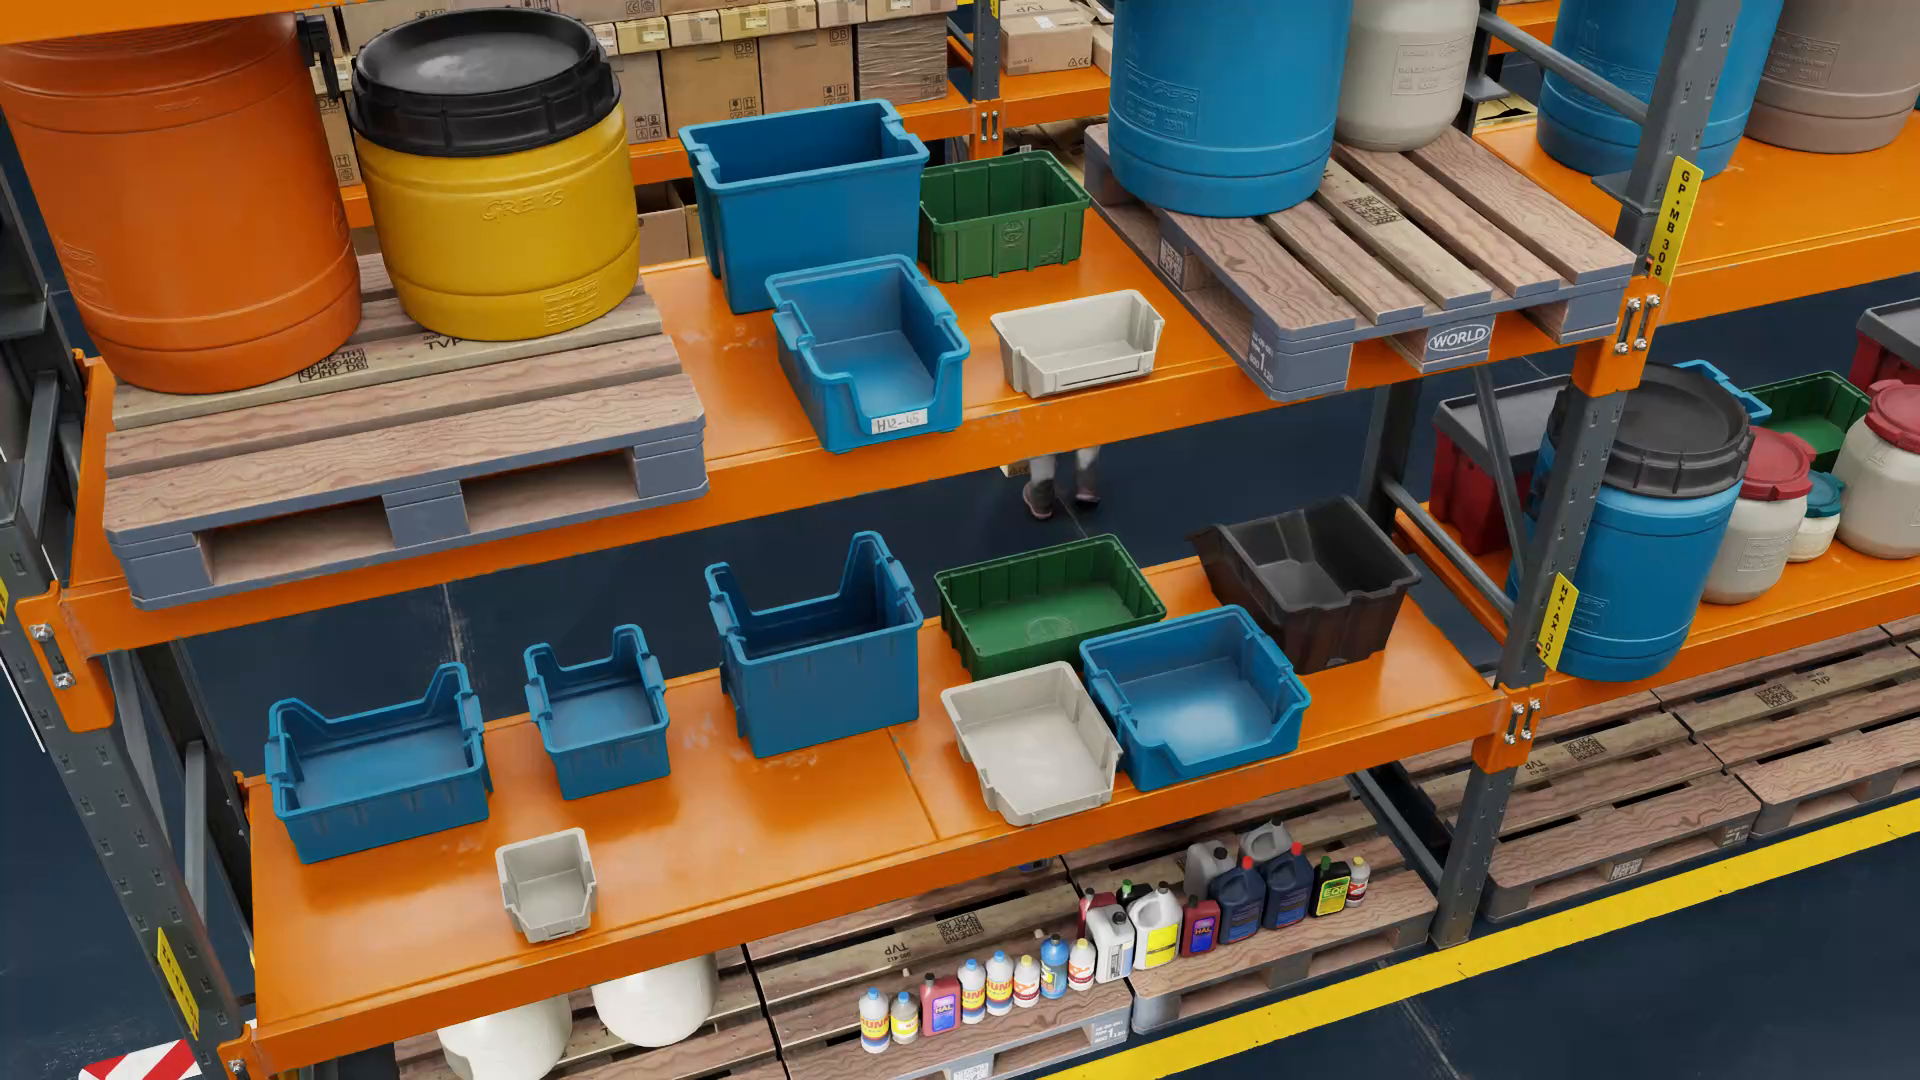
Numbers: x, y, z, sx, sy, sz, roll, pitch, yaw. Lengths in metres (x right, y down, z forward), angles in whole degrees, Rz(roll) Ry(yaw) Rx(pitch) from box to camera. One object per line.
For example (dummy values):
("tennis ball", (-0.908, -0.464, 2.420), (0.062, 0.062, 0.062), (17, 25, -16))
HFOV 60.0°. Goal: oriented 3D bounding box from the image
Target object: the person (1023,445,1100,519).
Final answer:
("person", (0.474, -0.835, 7.889), (0.472, 1.680, 0.530), (-9, 39, -11))
